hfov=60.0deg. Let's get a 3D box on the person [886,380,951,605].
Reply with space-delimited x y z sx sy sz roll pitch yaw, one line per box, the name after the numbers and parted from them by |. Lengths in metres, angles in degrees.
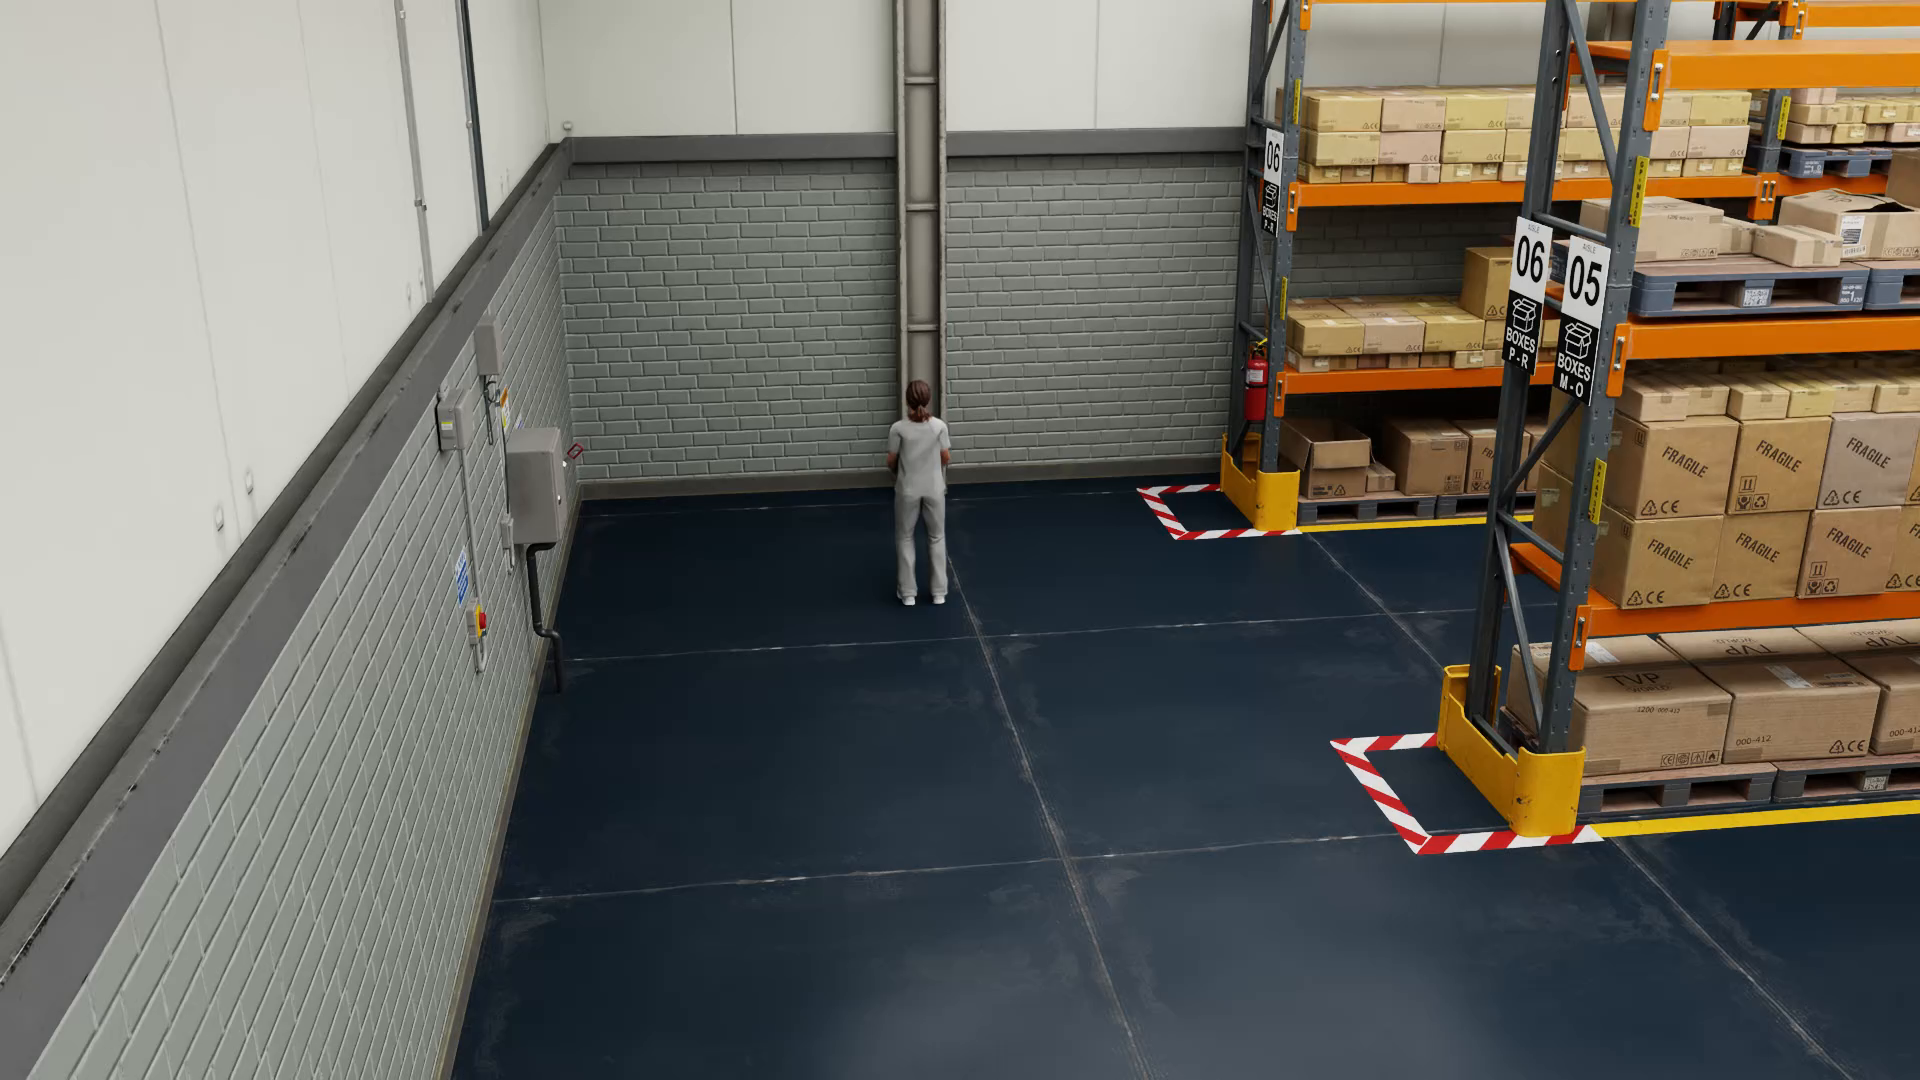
-0.304 -0.358 12.053 0.463 1.675 0.490 -3 20 -8 | person
